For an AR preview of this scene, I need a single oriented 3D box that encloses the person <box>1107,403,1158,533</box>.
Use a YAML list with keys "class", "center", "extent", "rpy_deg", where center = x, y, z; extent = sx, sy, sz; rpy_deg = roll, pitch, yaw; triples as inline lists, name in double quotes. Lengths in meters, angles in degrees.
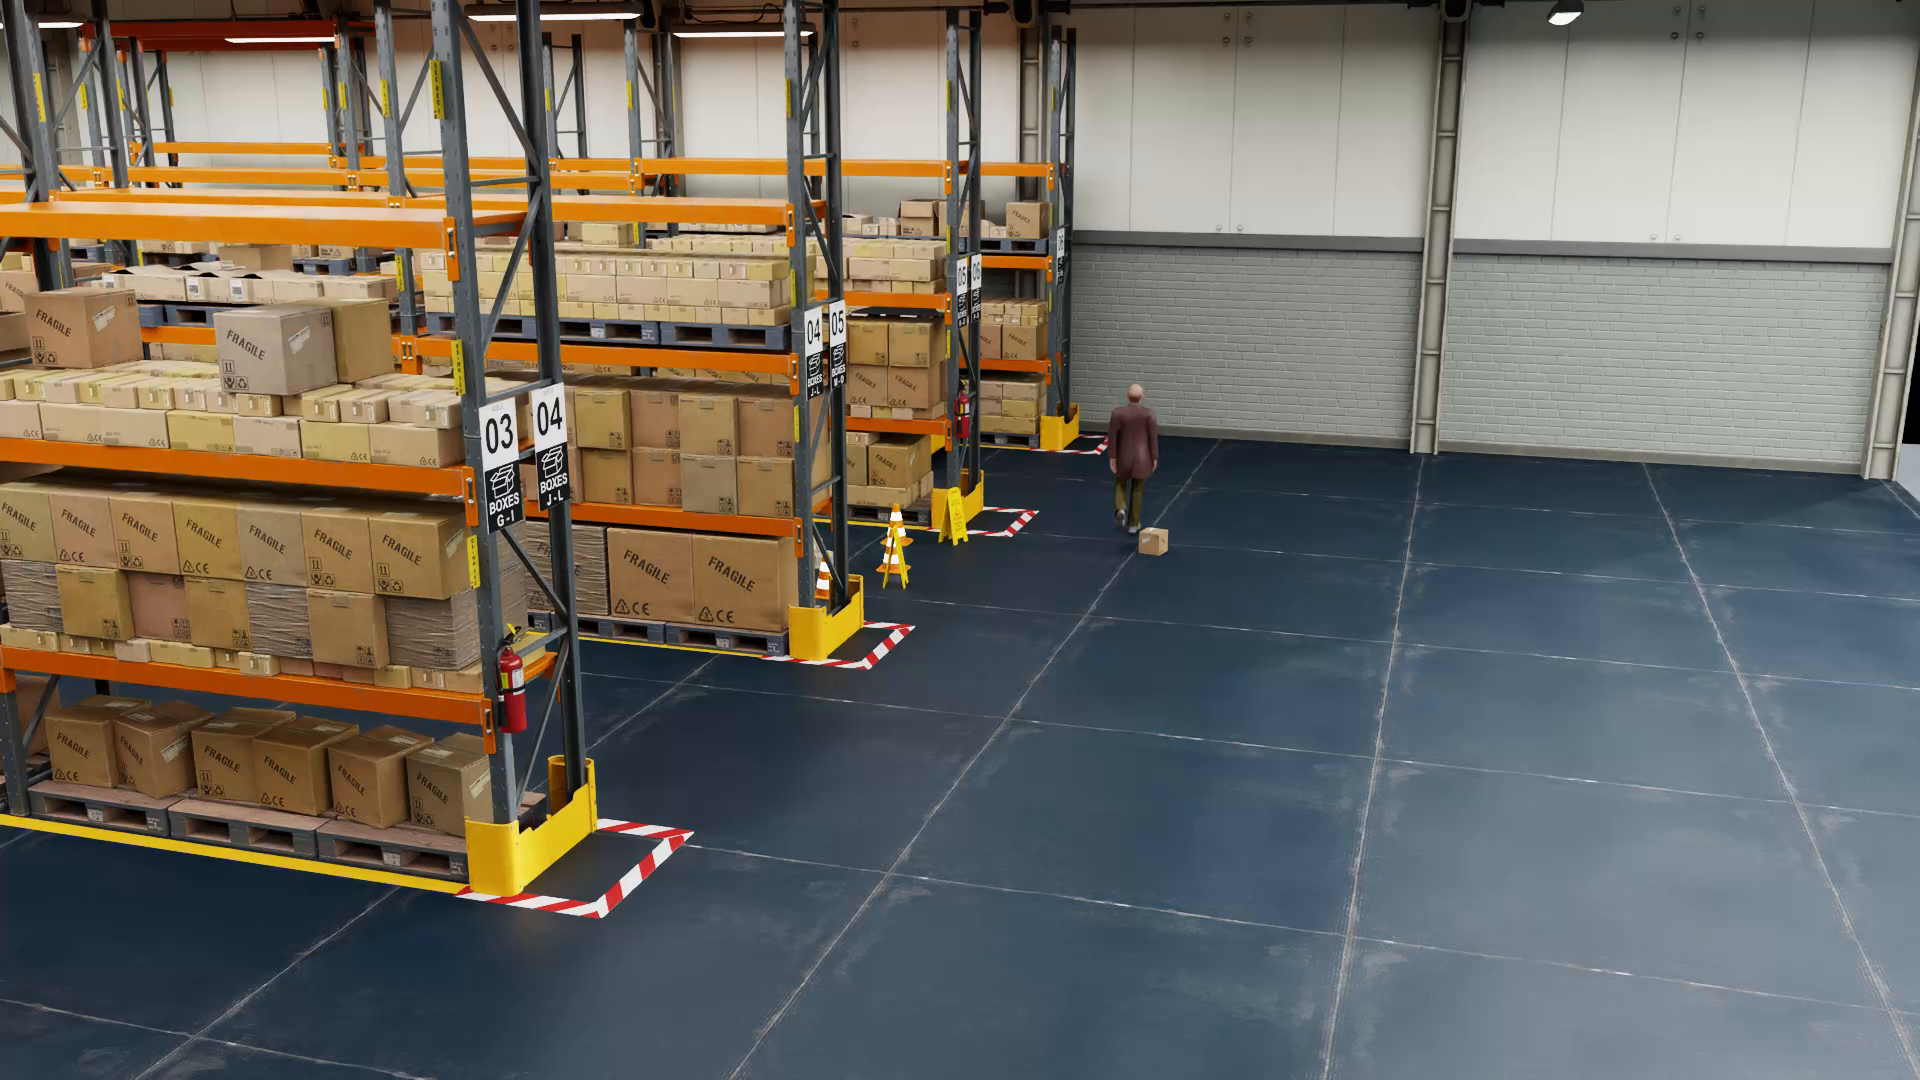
- class: "person"
  center: [2.037, -0.839, 19.627]
  extent: [0.595, 1.513, 0.527]
  rpy_deg: [3, 15, 10]
